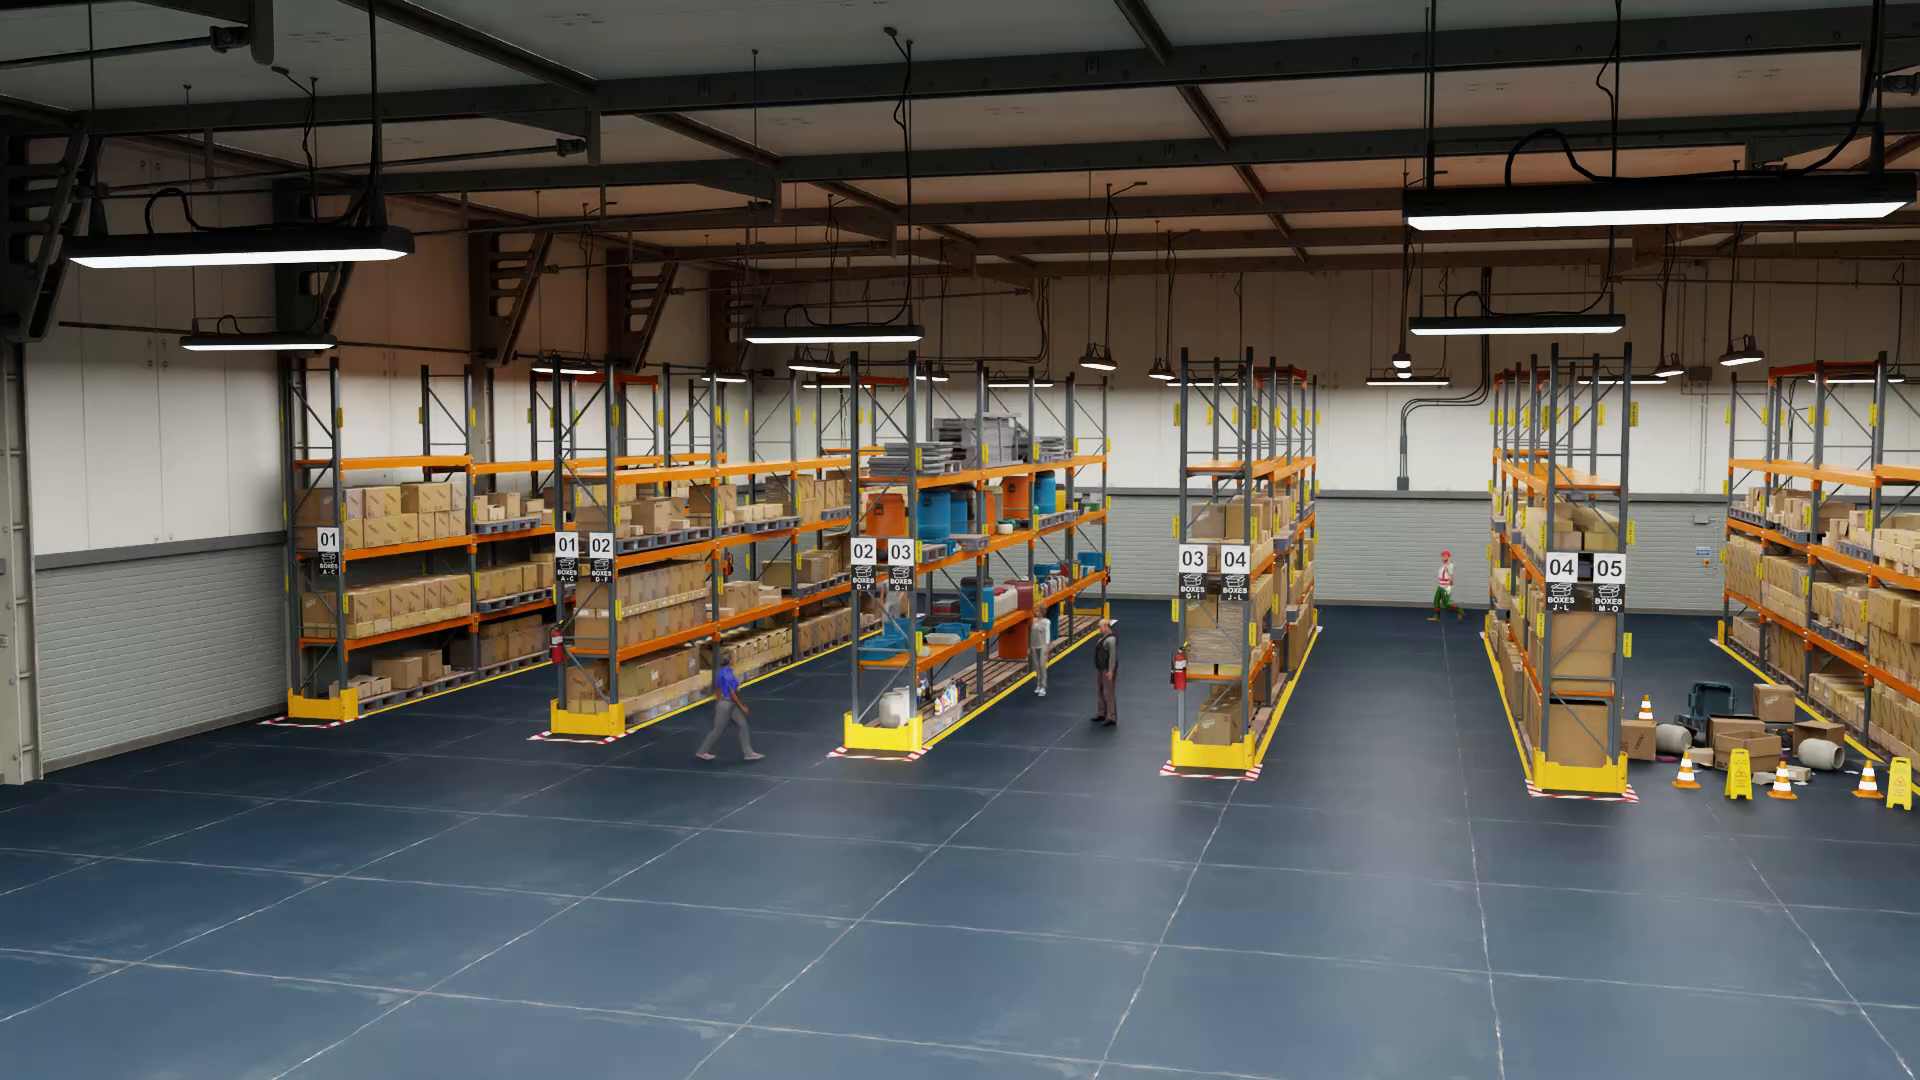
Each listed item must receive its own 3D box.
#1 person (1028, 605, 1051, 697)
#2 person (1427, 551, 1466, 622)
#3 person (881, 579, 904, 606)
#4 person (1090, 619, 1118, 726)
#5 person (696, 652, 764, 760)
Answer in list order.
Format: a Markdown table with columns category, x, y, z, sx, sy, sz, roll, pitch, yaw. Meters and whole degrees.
| category | x | y | z | sx | sy | sz | roll | pitch | yaw |
| --- | --- | --- | --- | --- | --- | --- | --- | --- | --- |
| person | 1.415 | 1.978 | 29.964 | 0.457 | 1.607 | 0.505 | 3 | 5 | 37 |
| person | 11.894 | 1.140 | 40.645 | 0.887 | 1.757 | 0.614 | 0 | 4 | 6 |
| person | -1.541 | 1.449 | 37.459 | 0.569 | 1.652 | 0.973 | 1 | 4 | 15 |
| person | 2.367 | 2.145 | 27.214 | 0.412 | 1.721 | 0.592 | -1 | 4 | -12 |
| person | -3.357 | 2.410 | 24.169 | 0.983 | 1.584 | 0.415 | 0 | 4 | 6 |
